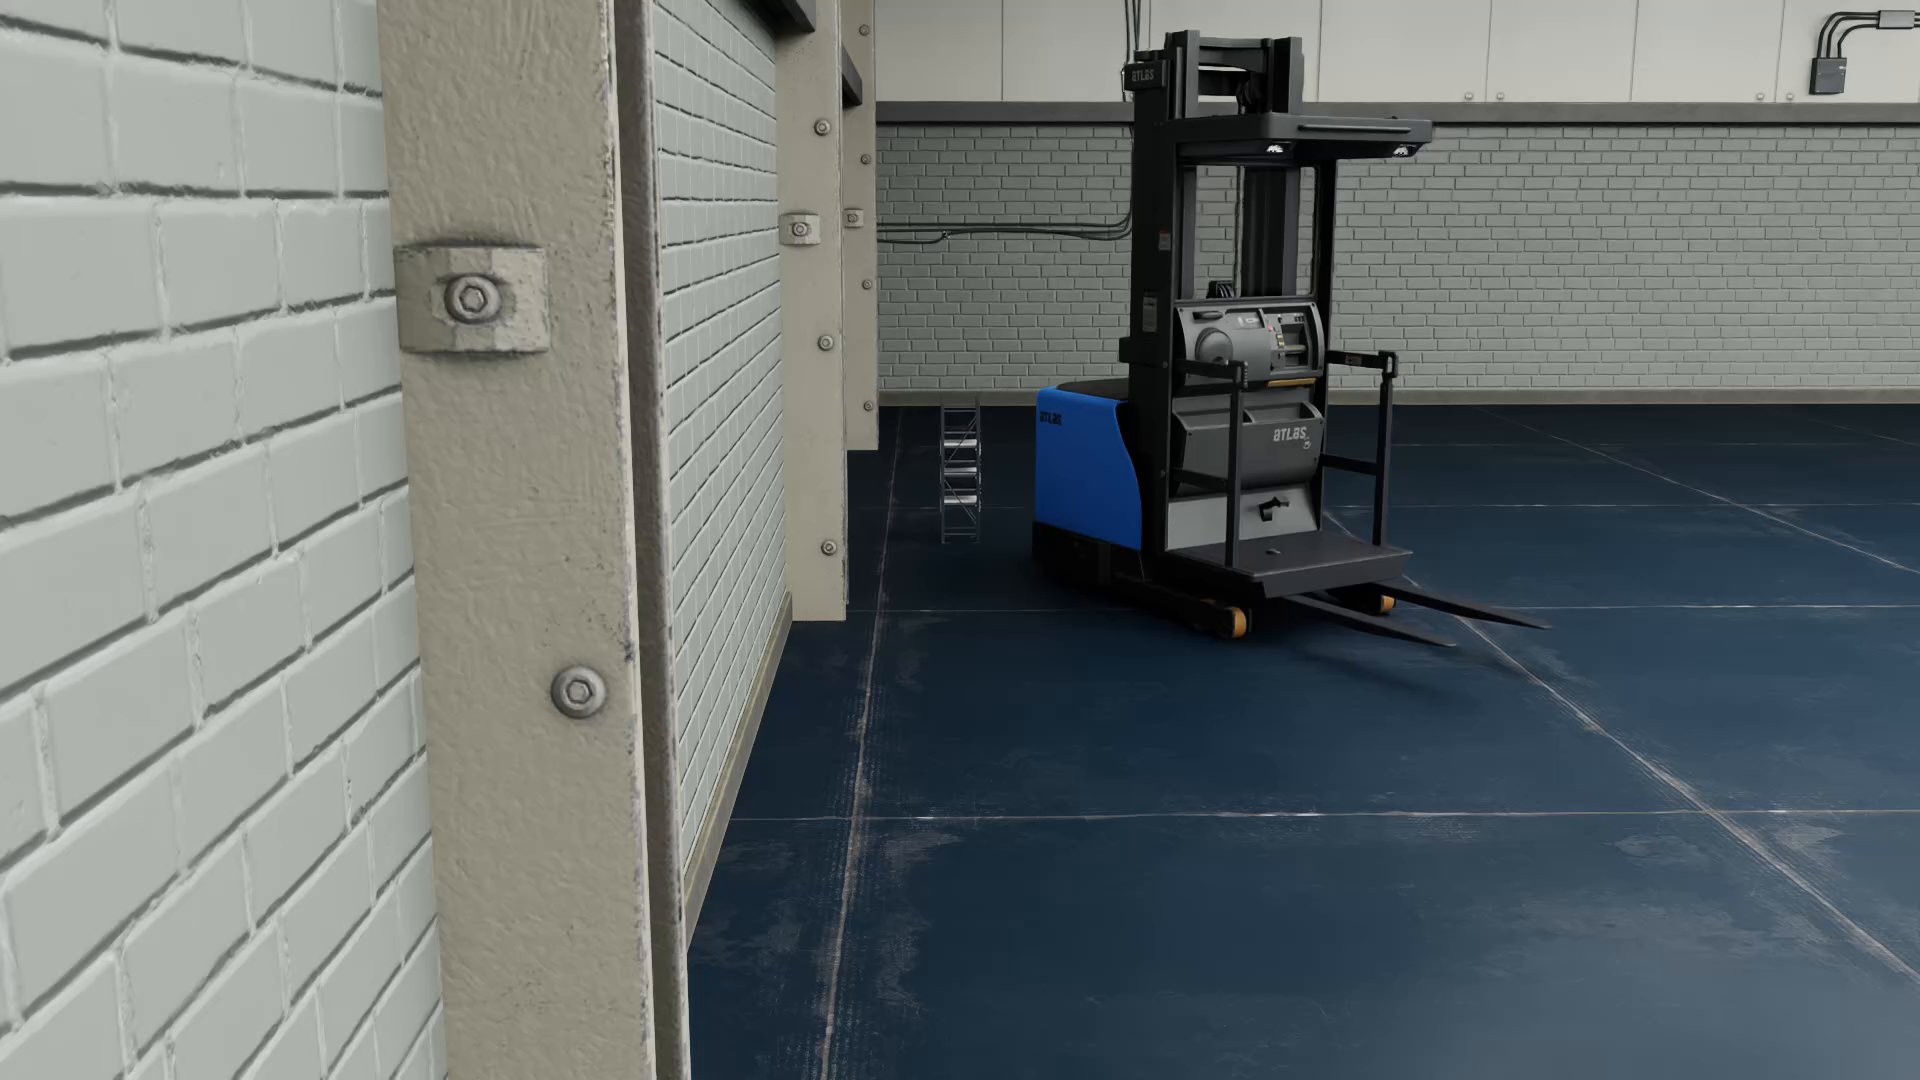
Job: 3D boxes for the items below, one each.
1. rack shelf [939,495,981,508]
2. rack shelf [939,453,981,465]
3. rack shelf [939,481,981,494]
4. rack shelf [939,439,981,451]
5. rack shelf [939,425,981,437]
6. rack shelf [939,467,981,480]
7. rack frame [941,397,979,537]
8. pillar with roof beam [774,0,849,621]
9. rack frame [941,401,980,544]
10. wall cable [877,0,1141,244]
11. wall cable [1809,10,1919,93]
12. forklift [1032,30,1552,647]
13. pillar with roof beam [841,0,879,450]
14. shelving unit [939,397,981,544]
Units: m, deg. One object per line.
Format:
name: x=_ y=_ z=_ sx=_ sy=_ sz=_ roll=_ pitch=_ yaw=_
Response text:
rack shelf: x=0.000 y=-0.230 z=10.504 sx=0.258 sy=0.077 sz=0.200 roll=0 pitch=11 yaw=-1
rack shelf: x=0.000 y=-0.495 z=10.450 sx=0.258 sy=0.077 sz=0.200 roll=0 pitch=11 yaw=-1
rack shelf: x=0.000 y=-0.319 z=10.486 sx=0.258 sy=0.077 sz=0.200 roll=0 pitch=11 yaw=-1
rack shelf: x=0.000 y=-0.583 z=10.433 sx=0.258 sy=0.077 sz=0.200 roll=0 pitch=11 yaw=-1
rack shelf: x=0.000 y=-0.671 z=10.415 sx=0.258 sy=0.077 sz=0.200 roll=0 pitch=11 yaw=-1
rack shelf: x=0.000 y=-0.407 z=10.468 sx=0.258 sy=0.077 sz=0.200 roll=0 pitch=11 yaw=-1
rack frame: x=-0.002 y=-0.460 z=10.561 sx=0.240 sy=0.900 sz=0.006 roll=0 pitch=11 yaw=-1
pillar with roof beam: x=3.558 y=-4.054 z=7.911 sx=9.100 sy=9.000 sz=0.400 roll=0 pitch=11 yaw=-1
rack frame: x=0.002 y=-0.419 z=10.362 sx=0.240 sy=0.900 sz=0.006 roll=0 pitch=11 yaw=-1
wall cable: x=0.391 y=-4.299 z=16.925 sx=3.097 sy=2.526 sz=0.112 roll=0 pitch=11 yaw=-1
wall cable: x=9.883 y=-7.523 z=16.455 sx=2.305 sy=6.003 sz=0.169 roll=0 pitch=11 yaw=-1
forklift: x=1.610 y=-1.052 z=8.372 sx=1.130 sy=2.935 sz=3.031 roll=-7 pitch=13 yaw=-30
pillar with roof beam: x=3.434 y=-5.247 z=13.790 sx=9.100 sy=9.000 sz=0.400 roll=0 pitch=11 yaw=-1
shelving unit: x=0.000 y=-0.439 z=10.462 sx=0.258 sy=0.900 sz=0.210 roll=0 pitch=11 yaw=-1
